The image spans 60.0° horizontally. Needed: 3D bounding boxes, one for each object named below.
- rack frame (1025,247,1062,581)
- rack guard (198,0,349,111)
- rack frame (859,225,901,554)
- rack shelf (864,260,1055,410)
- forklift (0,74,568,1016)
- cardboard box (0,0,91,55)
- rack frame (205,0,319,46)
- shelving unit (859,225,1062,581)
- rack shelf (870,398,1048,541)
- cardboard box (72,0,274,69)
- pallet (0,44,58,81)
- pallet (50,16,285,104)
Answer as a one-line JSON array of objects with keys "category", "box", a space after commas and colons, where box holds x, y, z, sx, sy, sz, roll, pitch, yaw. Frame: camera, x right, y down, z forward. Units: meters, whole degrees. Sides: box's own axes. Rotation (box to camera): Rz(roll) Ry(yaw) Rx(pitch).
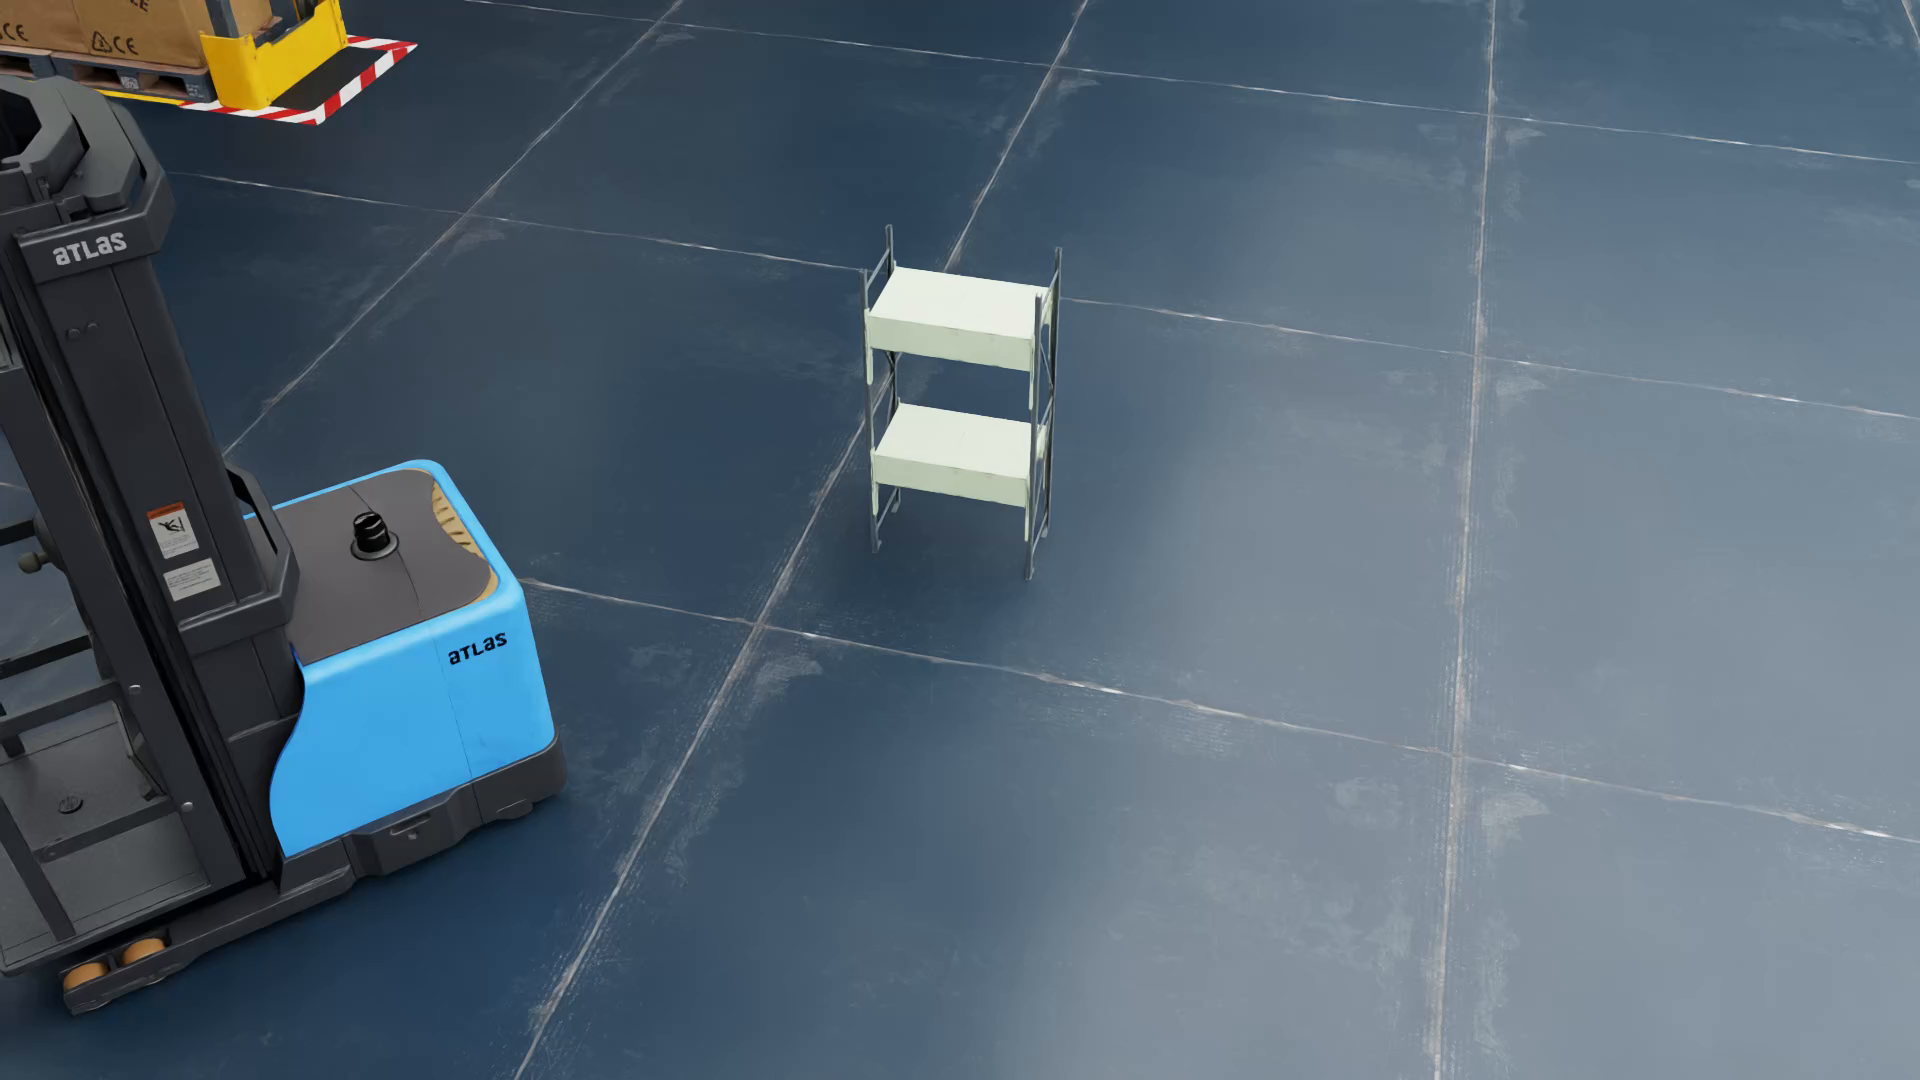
[{"category": "rack frame", "box": [0.360, -0.512, 7.218, 0.023, 1.500, 0.400, 10, 41, 11]}, {"category": "rack guard", "box": [-4.732, -3.474, 11.522, 0.348, 0.500, 1.175, 10, 41, 11]}, {"category": "rack frame", "box": [-0.347, -0.634, 7.363, 0.023, 1.500, 0.400, 10, 41, 11]}, {"category": "rack shelf", "box": [0.006, -0.872, 7.040, 0.720, 0.370, 0.431, 10, 41, 11]}, {"category": "forklift", "box": [-3.064, 0.130, 5.341, 3.031, 2.935, 1.130, -22, 45, -24]}, {"category": "cardboard box", "box": [-6.278, -3.999, 11.529, 0.875, 0.875, 0.875, 9, 41, 11]}, {"category": "rack frame", "box": [-4.755, -4.435, 10.723, 0.127, 3.000, 1.000, 10, 41, 11]}, {"category": "shelving unit", "box": [0.006, -0.573, 7.291, 0.755, 1.500, 0.431, 10, 41, 11]}, {"category": "rack shelf", "box": [0.006, -0.324, 7.501, 0.720, 0.370, 0.431, 10, 41, 11]}, {"category": "cardboard box", "box": [-5.427, -3.854, 11.357, 0.875, 0.875, 0.875, 10, 41, 12]}, {"category": "pallet", "box": [-6.723, -3.656, 11.963, 1.213, 0.211, 1.003, 10, 41, 11]}, {"category": "pallet", "box": [-5.548, -3.451, 11.720, 1.213, 0.211, 1.003, 10, 41, 11]}]
